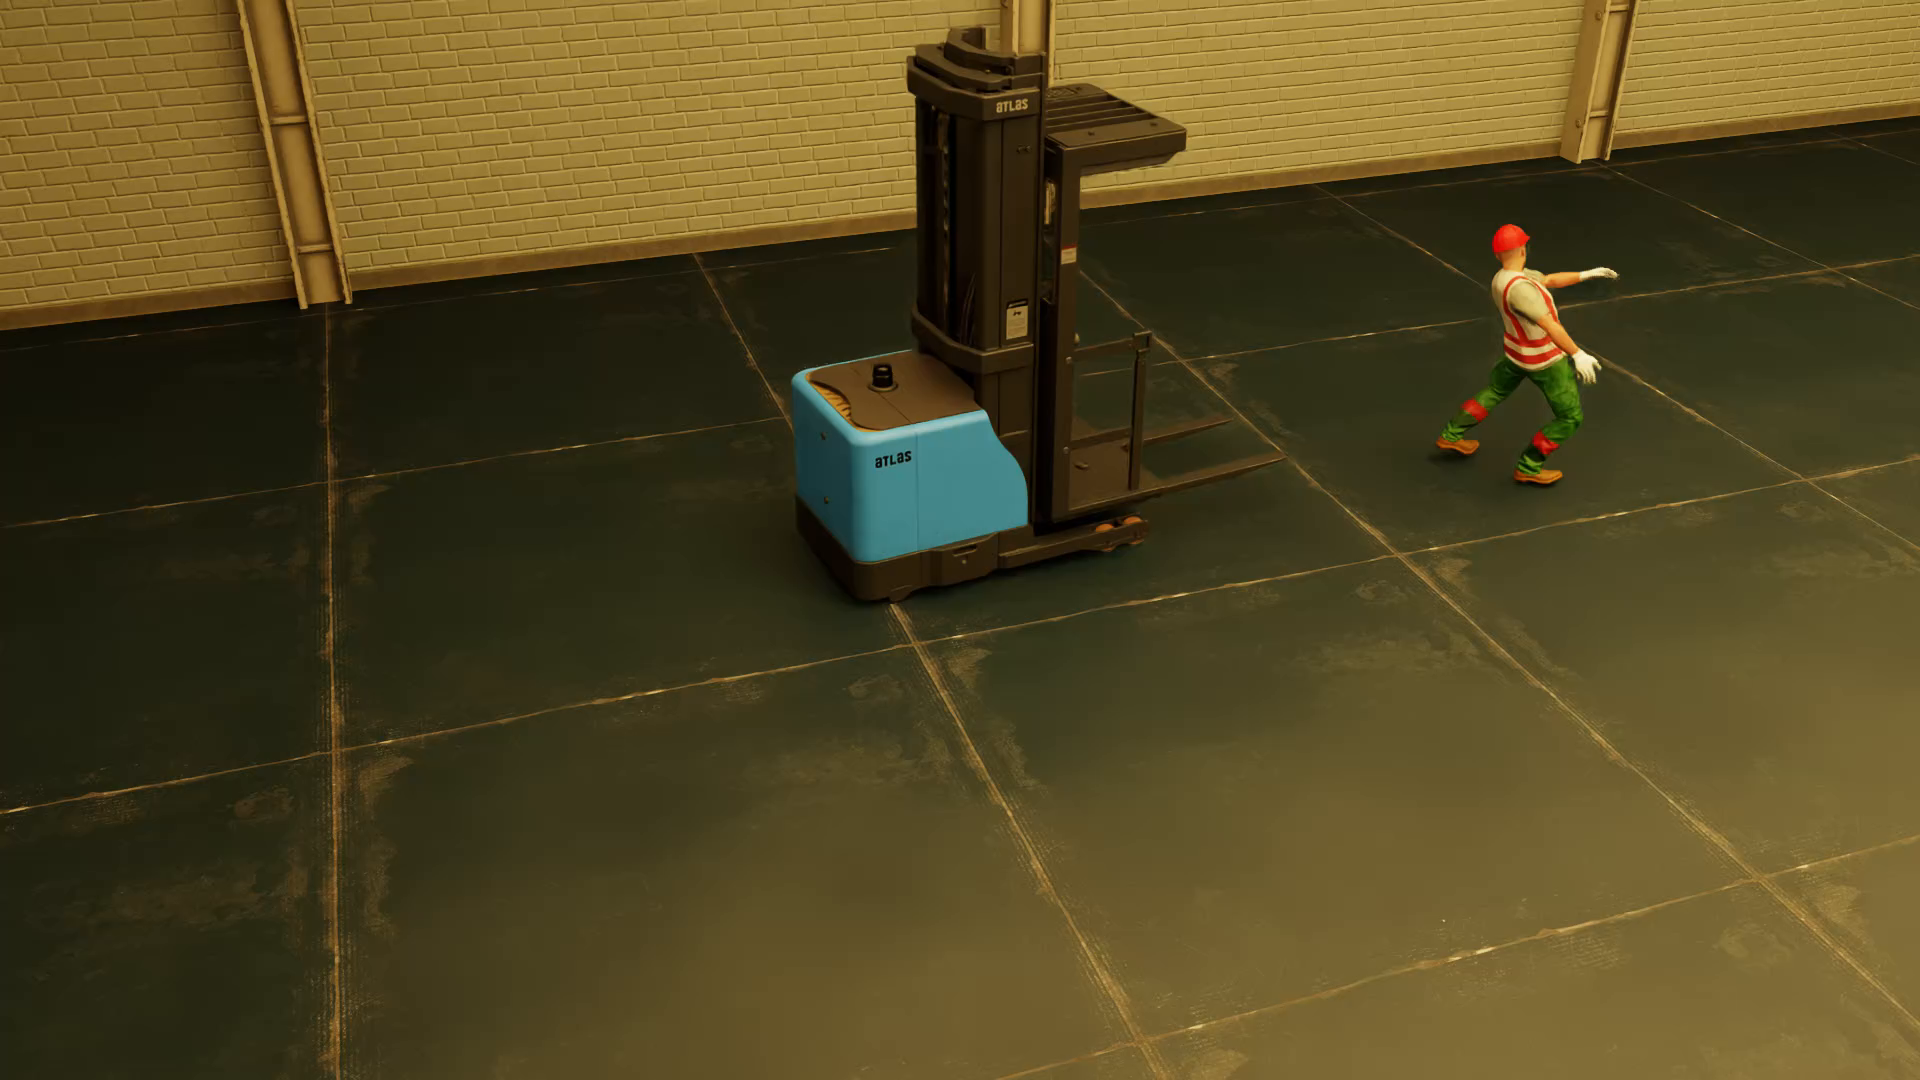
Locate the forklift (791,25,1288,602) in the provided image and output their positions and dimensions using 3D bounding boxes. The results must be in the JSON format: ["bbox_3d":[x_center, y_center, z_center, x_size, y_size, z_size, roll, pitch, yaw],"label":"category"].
[{"bbox_3d":[0.567,-1.420,9.555,3.031,2.935,1.130,-14,33,-23],"label":"forklift"}]

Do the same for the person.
[{"bbox_3d":[3.640,-1.118,10.335,0.853,1.594,0.916,-8,31,-14],"label":"person"}]
